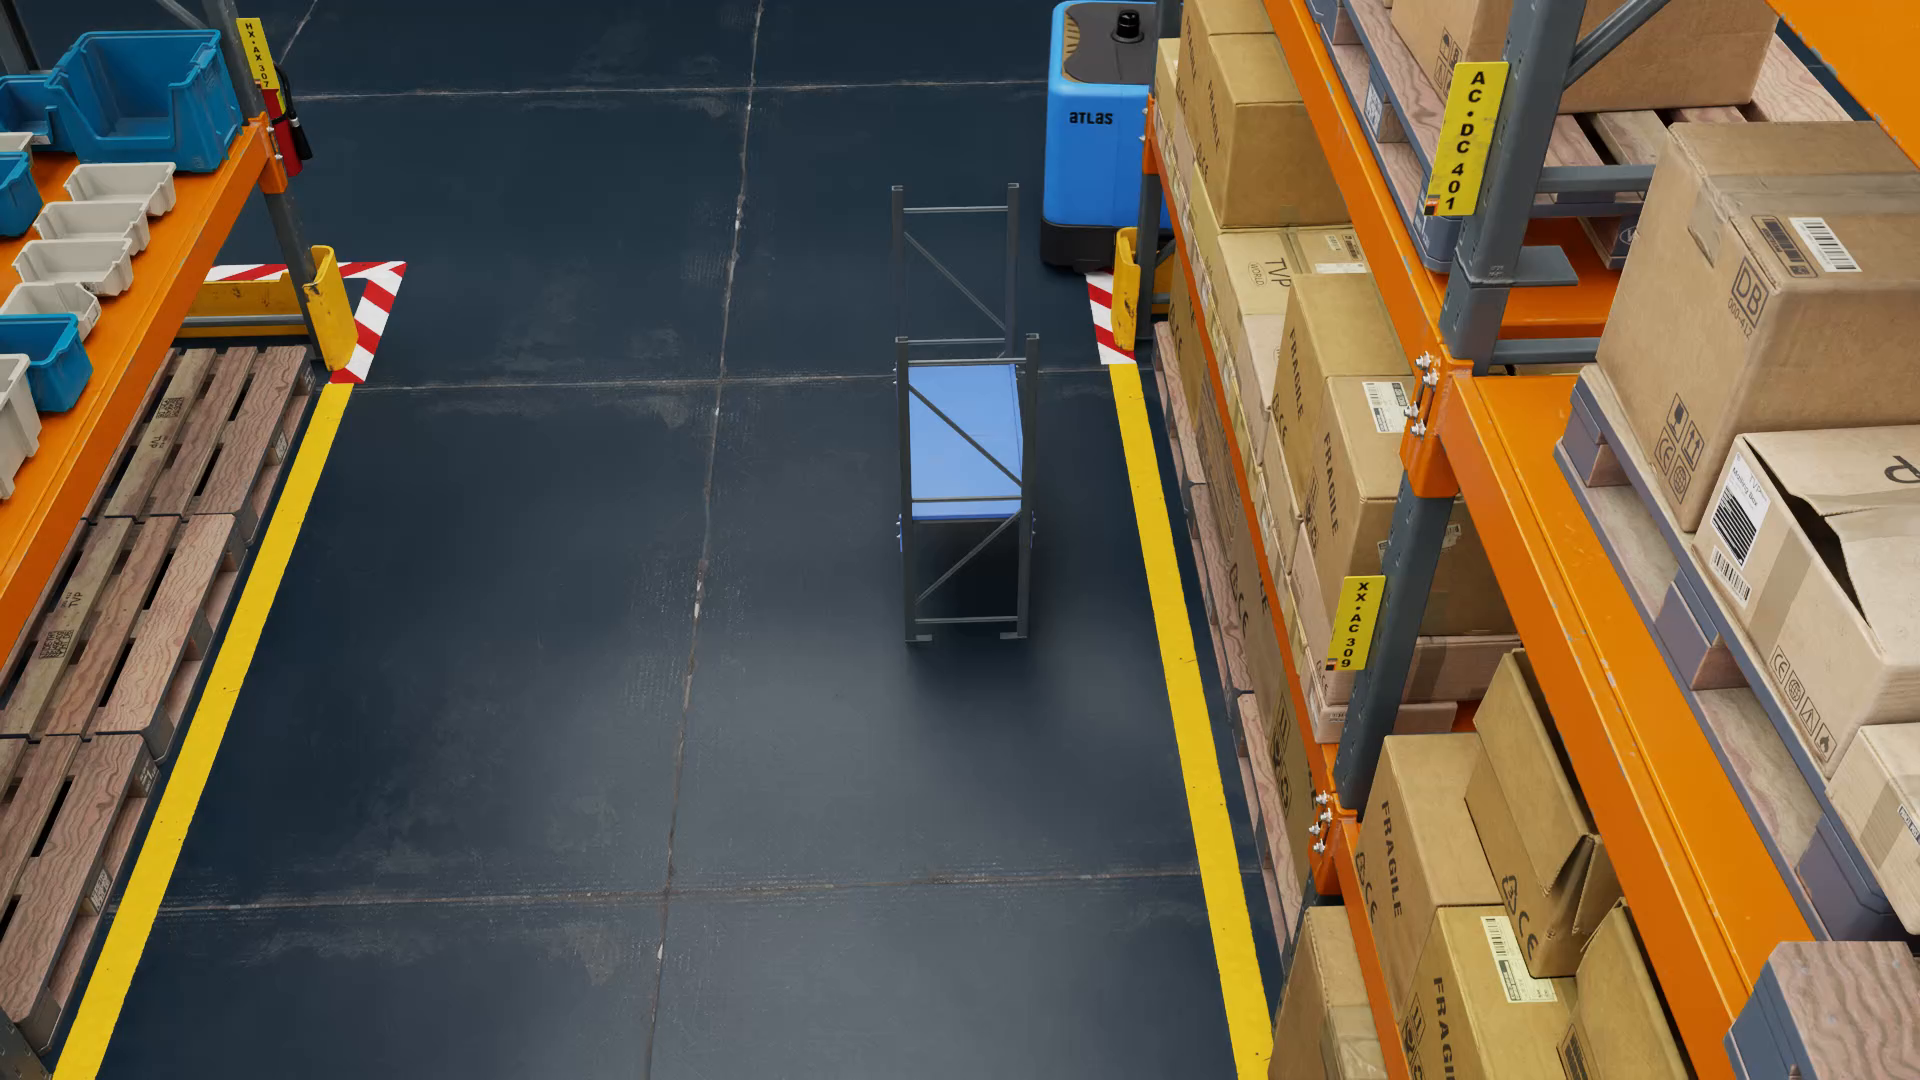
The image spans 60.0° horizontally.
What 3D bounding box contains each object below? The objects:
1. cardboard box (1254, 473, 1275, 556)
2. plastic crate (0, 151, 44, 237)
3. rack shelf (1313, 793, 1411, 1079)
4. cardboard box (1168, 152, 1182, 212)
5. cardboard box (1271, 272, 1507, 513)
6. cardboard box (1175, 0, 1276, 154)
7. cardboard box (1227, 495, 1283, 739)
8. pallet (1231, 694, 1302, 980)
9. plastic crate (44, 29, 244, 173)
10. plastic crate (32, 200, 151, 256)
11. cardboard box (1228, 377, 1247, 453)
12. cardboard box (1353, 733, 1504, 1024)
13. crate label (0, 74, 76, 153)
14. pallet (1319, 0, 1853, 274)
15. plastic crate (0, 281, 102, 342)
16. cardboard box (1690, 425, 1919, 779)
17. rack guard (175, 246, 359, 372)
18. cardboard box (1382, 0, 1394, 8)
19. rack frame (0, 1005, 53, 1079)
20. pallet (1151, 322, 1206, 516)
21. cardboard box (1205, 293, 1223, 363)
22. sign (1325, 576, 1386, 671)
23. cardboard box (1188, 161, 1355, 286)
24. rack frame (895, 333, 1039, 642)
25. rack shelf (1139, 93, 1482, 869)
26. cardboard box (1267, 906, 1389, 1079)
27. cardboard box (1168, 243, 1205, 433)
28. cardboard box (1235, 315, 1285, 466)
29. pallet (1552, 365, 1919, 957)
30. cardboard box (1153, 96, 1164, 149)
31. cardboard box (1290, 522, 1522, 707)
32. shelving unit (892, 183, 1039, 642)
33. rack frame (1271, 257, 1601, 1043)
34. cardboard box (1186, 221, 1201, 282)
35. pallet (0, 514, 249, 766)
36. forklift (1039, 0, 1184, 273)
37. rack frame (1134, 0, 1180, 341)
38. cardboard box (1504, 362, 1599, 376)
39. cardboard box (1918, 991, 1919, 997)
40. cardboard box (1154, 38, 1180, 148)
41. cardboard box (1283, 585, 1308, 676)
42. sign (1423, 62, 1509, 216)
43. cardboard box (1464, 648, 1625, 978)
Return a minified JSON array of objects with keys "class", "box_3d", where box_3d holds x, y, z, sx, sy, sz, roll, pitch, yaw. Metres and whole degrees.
[{"class":"cardboard box","box_3d":[1.155,-0.085,5.309,0.380,0.149,0.250,-1,43,-1]},{"class":"plastic crate","box_3d":[-3.881,-1.358,6.592,0.416,0.233,0.300,-2,43,-2]},{"class":"rack shelf","box_3d":[1.613,2.155,3.211,1.077,0.370,4.000,-2,43,-2]},{"class":"cardboard box","box_3d":[1.067,-1.473,6.823,0.380,0.149,0.250,-3,43,-3]},{"class":"cardboard box","box_3d":[1.224,-0.432,4.837,0.500,0.500,0.500,-1,43,-1]},{"class":"cardboard box","box_3d":[1.130,-1.822,6.354,0.500,0.500,0.500,-3,43,-3]},{"class":"cardboard box","box_3d":[1.542,0.113,6.169,0.875,0.875,0.875,-2,43,-2]},{"class":"pallet","box_3d":[1.574,1.052,5.946,1.003,0.211,1.213,-2,43,-2]},{"class":"plastic crate","box_3d":[-3.390,-1.833,6.959,0.616,0.435,0.499,-2,43,-2]},{"class":"plastic crate","box_3d":[-3.377,-1.202,6.492,0.396,0.136,0.243,-2,43,-2]},{"class":"cardboard box","box_3d":[1.133,-0.432,5.687,0.380,0.149,0.250,-2,43,-2]},{"class":"cardboard box","box_3d":[1.298,0.821,4.061,0.500,0.500,0.500,-2,43,-2]},{"class":"crate label","box_3d":[-3.909,-1.803,7.076,0.416,0.233,0.303,-2,43,-2]},{"class":"pallet","box_3d":[1.504,-1.086,4.061,1.003,0.211,1.213,-2,43,-2]},{"class":"plastic crate","box_3d":[-3.310,-0.815,6.070,0.298,0.136,0.250,-2,43,-2]},{"class":"cardboard box","box_3d":[1.485,0.055,2.505,0.500,0.311,0.500,-3,43,-3]},{"class":"rack guard","box_3d":[-3.604,-1.113,8.094,1.175,0.500,0.348,-2,43,-2]},{"class":"cardboard box","box_3d":[1.416,-1.684,4.189,0.700,0.500,0.500,0,43,0]},{"class":"rack frame","box_3d":[-3.421,0.682,4.286,1.000,3.000,0.127,-2,43,-2]},{"class":"pallet","box_3d":[1.470,-0.595,7.743,1.003,0.211,1.213,-2,43,-2]},{"class":"cardboard box","box_3d":[1.110,-0.781,6.068,0.380,0.149,0.250,-3,43,-3]},{"class":"sign","box_3d":[0.974,0.208,4.104,0.100,0.325,0.005,-2,43,-2]},{"class":"cardboard box","box_3d":[1.155,-1.193,6.223,0.500,0.250,0.500,-3,43,-3]},{"class":"rack frame","box_3d":[0.025,-0.152,6.306,0.500,1.500,0.032,-2,43,-2]},{"class":"rack shelf","box_3d":[1.443,-0.545,6.157,1.077,0.370,4.000,-2,43,-2]},{"class":"cardboard box","box_3d":[1.575,1.600,4.547,1.225,0.875,0.875,-2,43,-2]},{"class":"cardboard box","box_3d":[1.465,-1.102,7.495,0.875,0.875,0.875,-2,43,-2]},{"class":"cardboard box","box_3d":[1.201,-0.499,5.465,0.500,0.250,0.500,-1,43,-1]},{"class":"pallet","box_3d":[1.616,0.122,2.819,0.805,0.209,1.217,-3,43,-4]},{"class":"cardboard box","box_3d":[1.043,-1.819,7.200,0.380,0.149,0.250,-1,43,-1]},{"class":"cardboard box","box_3d":[1.247,0.195,4.708,0.500,0.250,0.500,-2,43,-3]},{"class":"shelving unit","box_3d":[0.004,-0.495,6.680,0.538,1.500,1.048,-2,43,-2]},{"class":"rack frame","box_3d":[1.528,0.540,4.441,1.000,3.000,0.127,-2,43,-2]},{"class":"cardboard box","box_3d":[1.089,-1.125,6.444,0.380,0.149,0.250,-2,43,-3]},{"class":"pallet","box_3d":[-3.545,0.389,6.670,1.003,0.211,1.213,-2,43,-2]},{"class":"forklift","box_3d":[1.960,-2.756,8.087,3.031,2.935,1.130,3,43,3]},{"class":"rack frame","box_3d":[1.358,-2.161,7.387,1.000,3.000,0.127,-2,43,-2]},{"class":"cardboard box","box_3d":[1.750,-0.454,4.862,0.500,0.500,0.500,-2,43,-2]},{"class":"cardboard box","box_3d":[1.590,0.563,1.809,0.797,0.503,0.637,-2,43,-2]},{"class":"cardboard box","box_3d":[1.109,-1.883,6.976,0.500,0.250,0.500,-3,43,-3]},{"class":"cardboard box","box_3d":[1.177,0.262,4.930,0.380,0.149,0.250,-1,43,-1]},{"class":"sign","box_3d":[0.974,-0.769,3.208,0.100,0.325,0.005,-2,43,-2]},{"class":"cardboard box","box_3d":[1.563,0.564,3.598,0.797,0.503,0.637,-3,43,-3]}]
